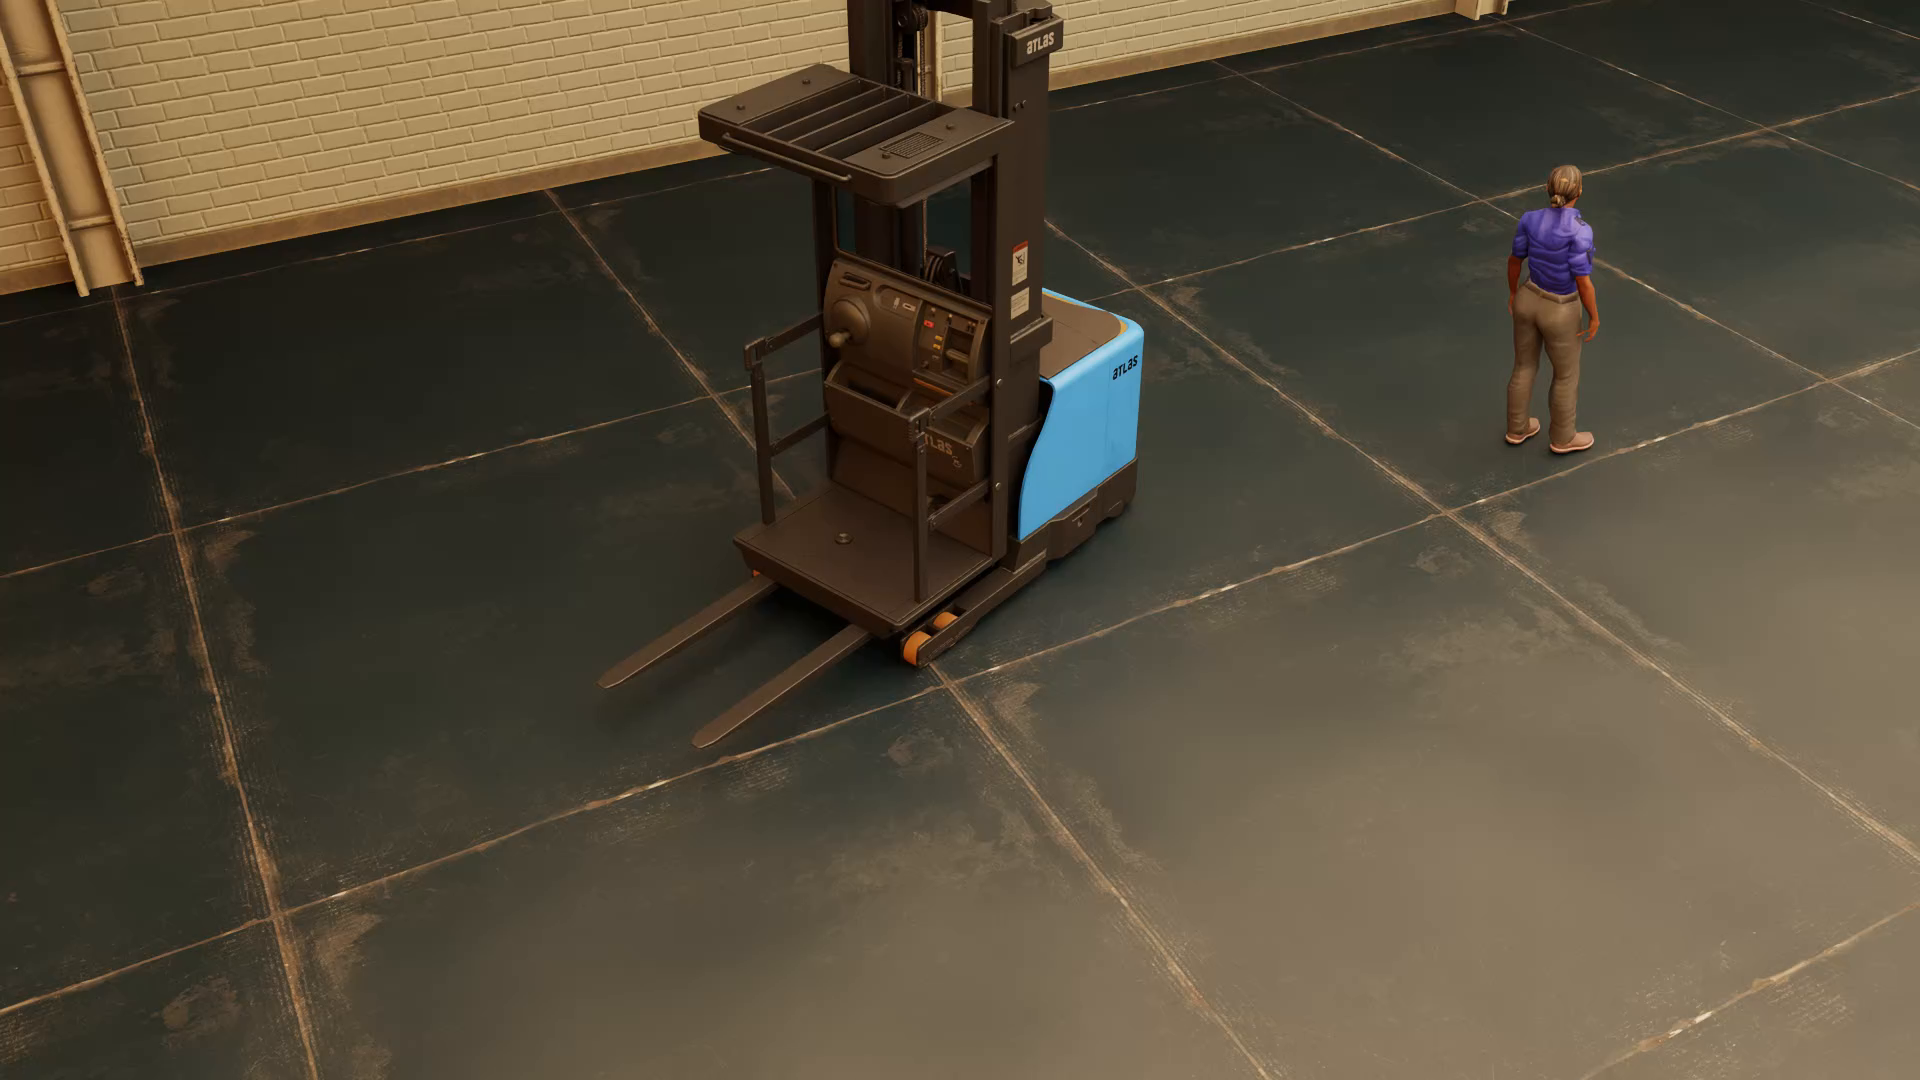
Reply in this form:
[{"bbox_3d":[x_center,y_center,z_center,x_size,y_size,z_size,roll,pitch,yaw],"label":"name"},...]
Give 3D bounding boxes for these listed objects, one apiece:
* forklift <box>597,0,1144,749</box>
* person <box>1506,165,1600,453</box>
[{"bbox_3d":[-0.390,-0.927,7.434,1.130,2.935,3.031,26,43,31],"label":"forklift"},{"bbox_3d":[3.240,-1.257,8.995,0.504,1.654,0.569,-25,42,-31],"label":"person"}]
